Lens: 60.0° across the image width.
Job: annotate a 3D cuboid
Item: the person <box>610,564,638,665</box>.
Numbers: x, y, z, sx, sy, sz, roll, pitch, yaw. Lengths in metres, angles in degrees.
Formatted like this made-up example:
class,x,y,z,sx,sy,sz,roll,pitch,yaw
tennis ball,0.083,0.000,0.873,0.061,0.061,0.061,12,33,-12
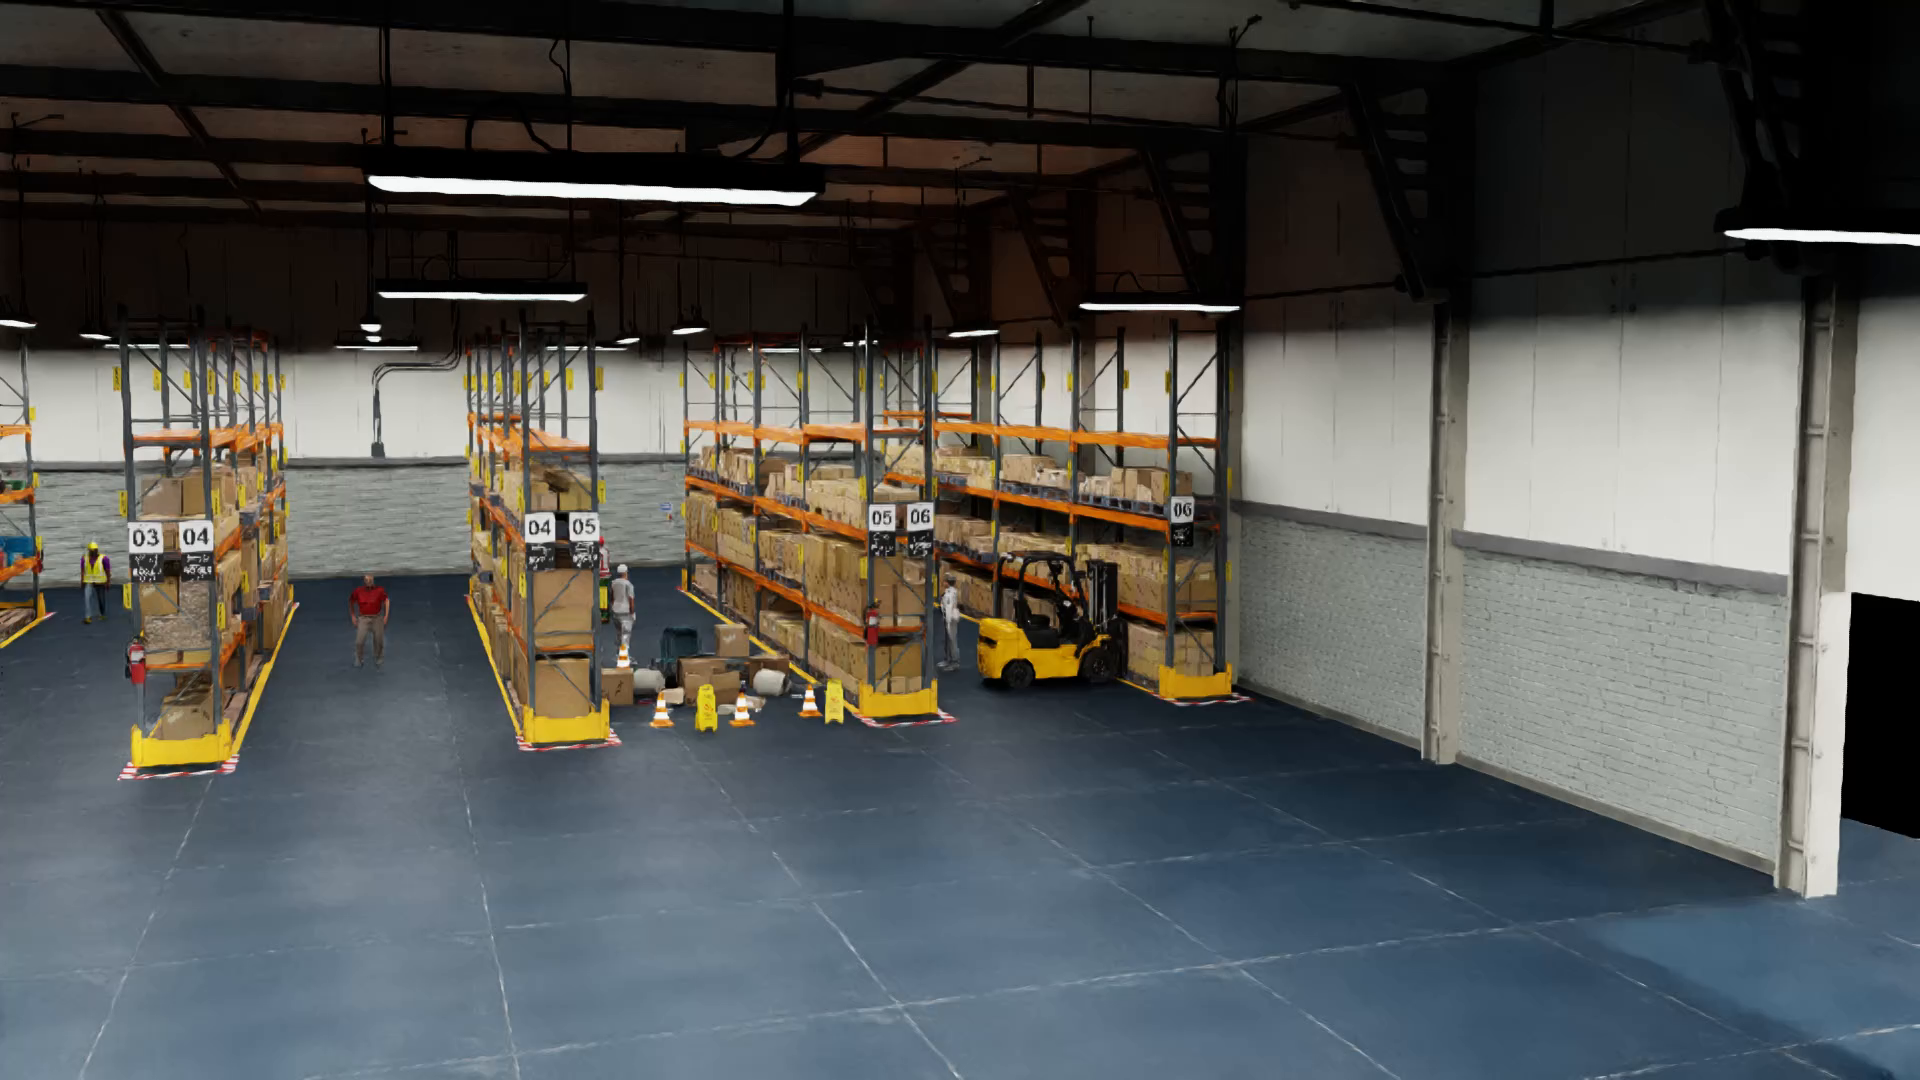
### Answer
class,x,y,z,sx,sy,sz,roll,pitch,yaw
person,-5.924,1.304,29.437,0.605,1.789,0.450,4,7,39

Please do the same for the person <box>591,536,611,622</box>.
class,x,y,z,sx,sy,sz,roll,pitch,yaw
person,-7.536,0.803,34.737,0.577,1.785,0.655,1,6,11

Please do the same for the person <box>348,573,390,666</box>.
class,x,y,z,sx,sy,sz,roll,pitch,yaw
person,-10.396,1.398,29.278,0.682,1.676,0.535,-2,6,-20

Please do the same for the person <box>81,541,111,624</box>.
class,x,y,z,sx,sy,sz,roll,pitch,yaw
person,-18.020,0.860,34.657,0.577,1.687,1.115,-2,6,-21

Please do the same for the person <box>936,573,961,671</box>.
class,x,y,z,sx,sy,sz,roll,pitch,yaw
person,-0.206,1.414,28.962,0.459,1.677,0.525,1,6,11
